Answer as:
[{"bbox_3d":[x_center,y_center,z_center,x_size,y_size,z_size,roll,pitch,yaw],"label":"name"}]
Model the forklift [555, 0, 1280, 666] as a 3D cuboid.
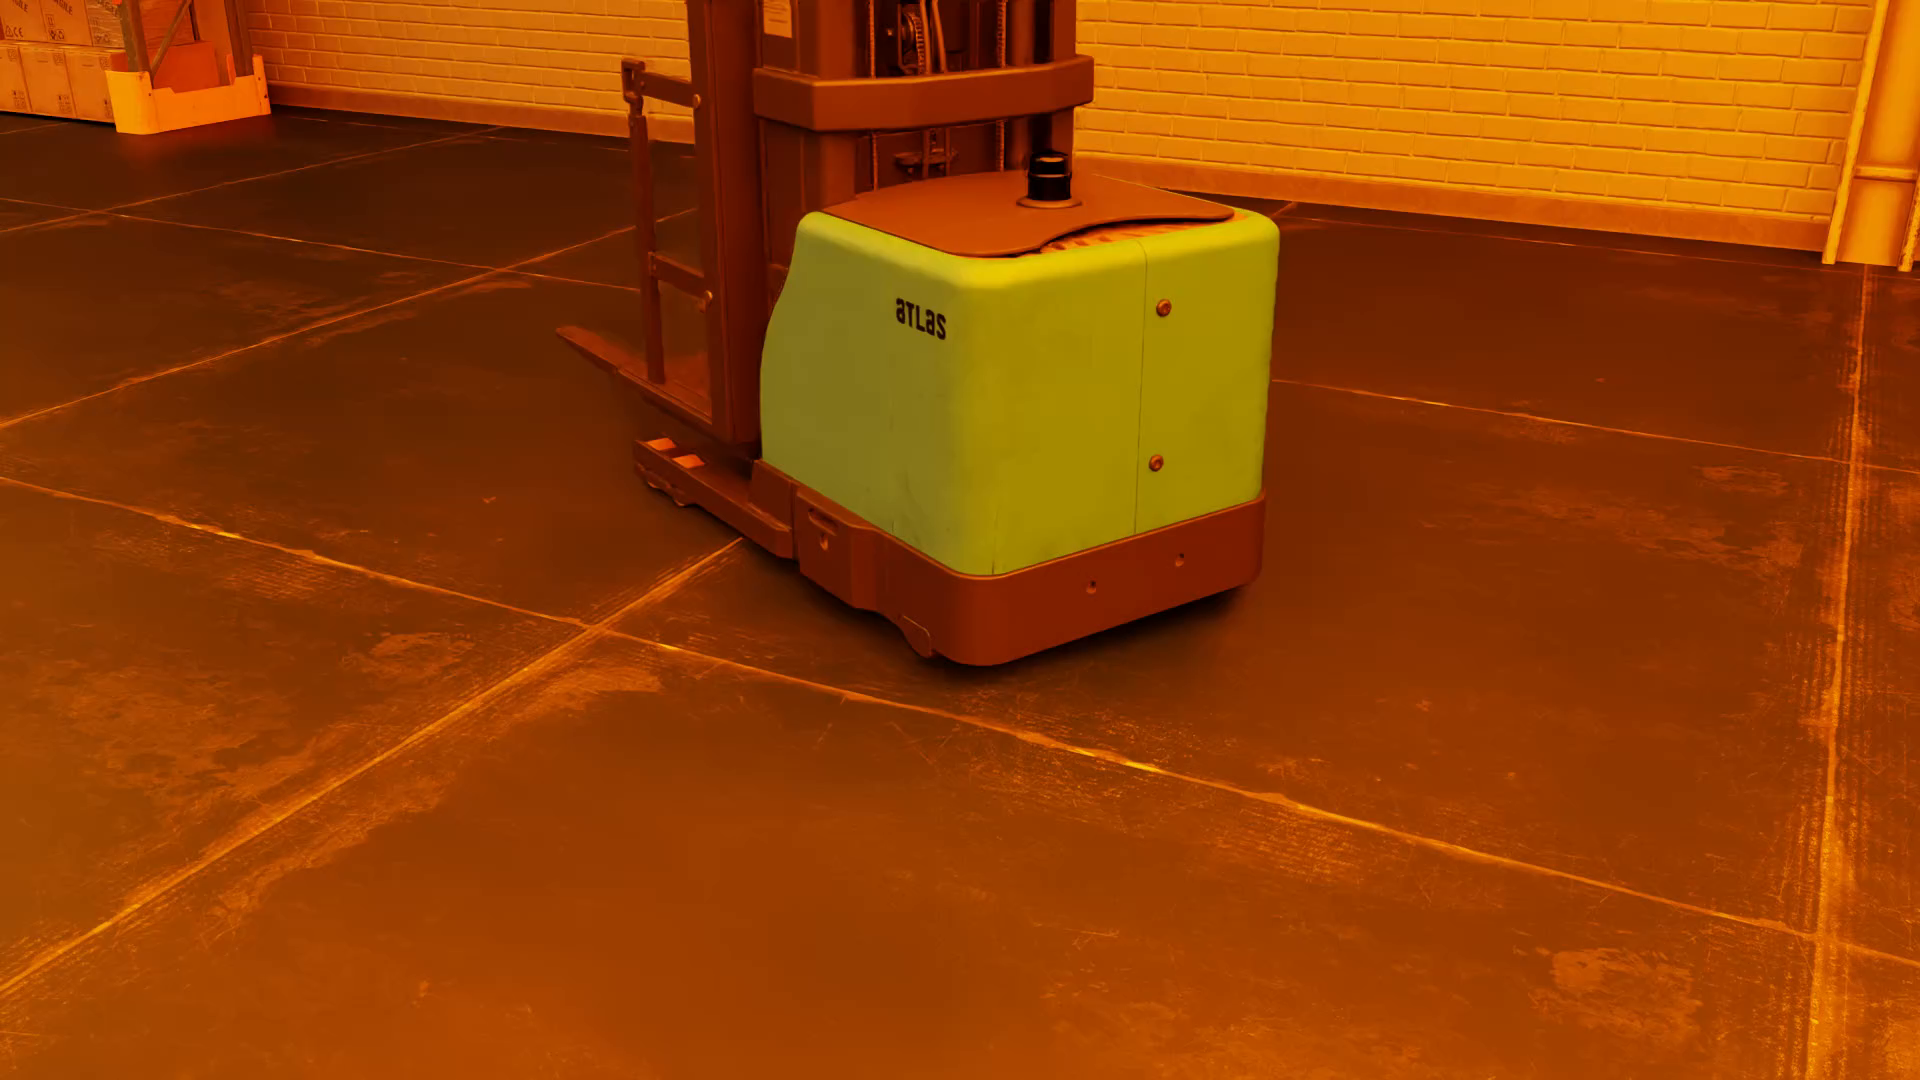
[{"bbox_3d":[-0.417,-1.552,4.973,1.130,2.935,3.031,-15,27,-32],"label":"forklift"}]
